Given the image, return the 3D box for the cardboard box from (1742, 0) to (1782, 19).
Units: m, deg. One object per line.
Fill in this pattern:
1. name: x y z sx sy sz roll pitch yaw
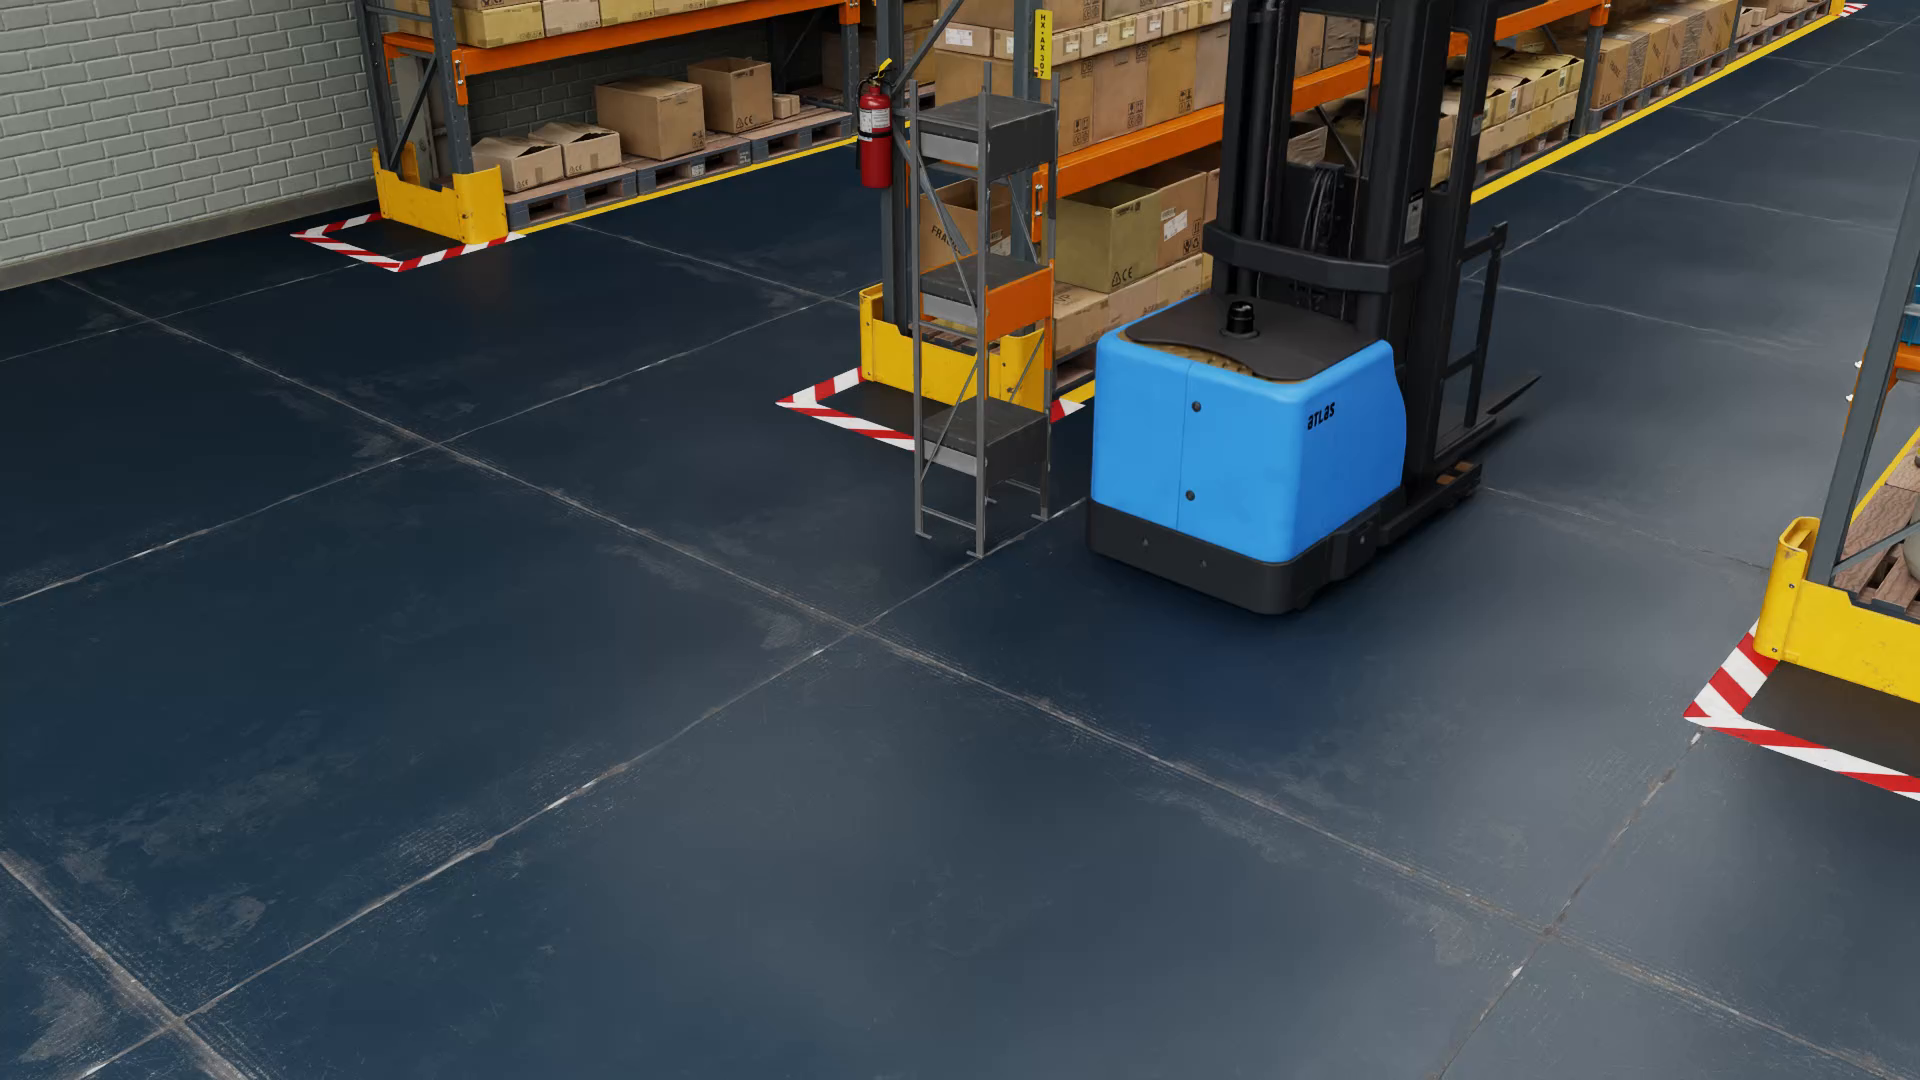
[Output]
1. cardboard box: 8.807 -6.183 18.675 0.797 0.503 0.637 21 34 34

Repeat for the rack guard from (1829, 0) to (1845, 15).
1. rack guard: 10.112 -6.710 20.176 1.175 0.500 0.348 21 34 34

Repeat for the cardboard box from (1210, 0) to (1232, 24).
1. cardboard box: 1.377 -3.127 9.716 0.380 0.149 0.250 21 34 35

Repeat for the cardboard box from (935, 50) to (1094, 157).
1. cardboard box: 0.290 -2.380 8.977 0.700 0.500 0.500 21 34 34

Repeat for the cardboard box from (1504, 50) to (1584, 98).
1. cardboard box: 4.929 -3.967 14.079 0.500 0.311 0.500 22 34 36

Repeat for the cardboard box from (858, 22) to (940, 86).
1. cardboard box: -0.552 -4.587 15.595 0.700 0.500 0.500 20 33 33

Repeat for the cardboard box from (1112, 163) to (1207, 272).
1. cardboard box: 1.121 -1.956 9.986 0.500 0.500 0.500 21 34 34

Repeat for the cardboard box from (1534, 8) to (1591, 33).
1. cardboard box: 5.518 -4.850 15.286 0.500 0.250 0.500 22 35 36

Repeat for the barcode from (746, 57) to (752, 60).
1. barcode: -1.826 -4.145 14.390 0.001 0.075 0.075 21 34 34

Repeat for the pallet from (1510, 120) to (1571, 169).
1. pallet: 4.518 -3.491 14.269 1.003 0.211 1.213 21 34 34

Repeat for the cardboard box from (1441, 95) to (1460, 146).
1. cardboard box: 3.633 -3.240 12.674 0.500 0.311 0.500 19 33 33

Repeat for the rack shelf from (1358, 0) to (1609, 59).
1. rack shelf: 3.800 -3.982 12.965 1.077 0.370 4.000 21 34 34

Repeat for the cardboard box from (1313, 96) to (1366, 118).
1. cardboard box: 2.890 -3.220 12.635 0.500 0.311 0.500 22 34 36

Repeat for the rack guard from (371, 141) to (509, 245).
1. rack guard: -3.793 -2.537 12.110 1.175 0.500 0.348 21 34 34

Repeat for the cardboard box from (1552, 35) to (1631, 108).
1. cardboard box: 5.582 -4.173 14.794 0.500 0.500 0.500 22 35 36

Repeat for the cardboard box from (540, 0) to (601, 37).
1. cardboard box: -2.967 -3.831 12.033 0.500 0.250 0.500 20 33 33

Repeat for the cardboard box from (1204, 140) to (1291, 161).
1. cardboard box: 1.759 -2.310 10.670 0.500 0.500 0.500 21 34 34

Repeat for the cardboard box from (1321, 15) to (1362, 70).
1. cardboard box: 2.250 -3.477 11.099 0.700 0.500 0.500 20 33 33

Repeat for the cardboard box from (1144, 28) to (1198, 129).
1. cardboard box: 0.941 -2.742 9.677 0.700 0.500 0.500 21 34 35

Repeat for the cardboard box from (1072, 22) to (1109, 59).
1. cardboard box: 0.565 -2.677 8.845 0.380 0.149 0.250 20 33 33

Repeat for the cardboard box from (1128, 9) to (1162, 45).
1. cardboard box: 0.887 -2.854 9.187 0.380 0.149 0.250 20 34 34

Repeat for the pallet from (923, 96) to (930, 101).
1. pallet: -0.027 -4.511 16.240 1.003 0.211 1.213 21 34 34

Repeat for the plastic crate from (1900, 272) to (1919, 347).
1. plastic crate: 3.891 -0.924 6.433 0.499 0.251 0.616 21 34 34

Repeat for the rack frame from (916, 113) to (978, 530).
1. rack frame: -0.049 -0.904 7.213 0.380 1.831 0.006 21 34 34

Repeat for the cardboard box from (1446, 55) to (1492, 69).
1. cardboard box: 4.184 -3.936 14.019 0.500 0.311 0.500 20 33 33

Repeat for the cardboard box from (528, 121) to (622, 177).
1. cardboard box: -2.969 -3.043 12.815 0.500 0.311 0.500 24 36 38

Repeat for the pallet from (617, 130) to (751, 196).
1. pallet: -2.473 -3.117 13.546 1.003 0.211 1.213 21 34 34

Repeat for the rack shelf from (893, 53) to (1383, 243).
1. rack shelf: 1.255 -2.564 10.224 1.077 0.370 4.000 21 34 34

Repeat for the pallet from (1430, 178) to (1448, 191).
1. pallet: 2.966 -2.626 12.597 1.003 0.211 1.213 21 34 34

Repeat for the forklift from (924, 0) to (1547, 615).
1. forklift: 1.580 -1.639 7.728 1.782 2.935 3.295 22 34 35

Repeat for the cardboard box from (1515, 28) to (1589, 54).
1. cardboard box: 5.486 -4.496 15.417 0.500 0.500 0.500 22 35 36

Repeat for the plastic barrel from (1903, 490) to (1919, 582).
1. plastic barrel: 4.163 -0.062 6.856 0.421 0.512 0.421 0 27 0

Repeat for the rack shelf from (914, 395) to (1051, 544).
1. rack shelf: 0.105 -0.357 7.709 0.431 0.518 0.480 21 34 34

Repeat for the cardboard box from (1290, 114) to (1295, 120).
1. cardboard box: 1.991 -2.818 11.651 0.500 0.500 0.500 21 34 34

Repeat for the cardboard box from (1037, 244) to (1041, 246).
1. cardboard box: 0.722 -1.774 10.451 0.500 0.250 0.500 21 34 34

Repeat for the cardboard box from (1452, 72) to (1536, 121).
1. cardboard box: 4.280 -3.603 13.375 0.500 0.311 0.500 20 34 34

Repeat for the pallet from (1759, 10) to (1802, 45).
1. pallet: 8.829 -5.868 18.863 1.003 0.211 1.213 21 34 34

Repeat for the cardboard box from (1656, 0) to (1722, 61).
1. cardboard box: 7.202 -5.082 16.551 0.500 0.500 0.500 21 34 35

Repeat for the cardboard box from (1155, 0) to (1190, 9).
1. cardboard box: 0.974 -3.342 9.425 0.700 0.500 0.500 21 34 35

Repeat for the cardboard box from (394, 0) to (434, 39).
1. cardboard box: -3.694 -3.785 11.944 0.500 0.250 0.500 21 34 35

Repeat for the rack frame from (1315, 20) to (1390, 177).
1. rack frame: 2.528 -3.592 11.429 1.000 3.000 0.127 21 34 34

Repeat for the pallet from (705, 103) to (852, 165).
1. pallet: -1.697 -3.552 14.386 1.003 0.211 1.213 21 34 34

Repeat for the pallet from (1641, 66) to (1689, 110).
1. pallet: 6.352 -4.456 16.134 1.003 0.211 1.213 21 34 34

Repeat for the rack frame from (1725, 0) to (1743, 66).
1. rack frame: 7.616 -6.429 16.912 1.000 3.000 0.127 21 34 34

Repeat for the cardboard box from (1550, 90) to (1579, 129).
1. cardboard box: 4.925 -3.718 14.208 0.500 0.250 0.500 22 34 36

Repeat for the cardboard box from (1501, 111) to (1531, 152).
1. cardboard box: 4.278 -3.357 13.509 0.500 0.250 0.500 22 34 36

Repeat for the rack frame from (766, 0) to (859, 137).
1. rack frame: -1.297 -5.039 14.225 1.000 3.000 0.127 21 34 34

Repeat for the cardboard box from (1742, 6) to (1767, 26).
1. cardboard box: 8.593 -5.761 18.226 0.380 0.166 0.250 21 34 34

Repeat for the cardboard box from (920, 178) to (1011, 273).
1. cardboard box: 0.095 -1.749 9.586 0.500 0.500 0.500 21 34 34

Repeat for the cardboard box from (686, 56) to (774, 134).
1. cardboard box: -1.927 -3.744 13.965 0.500 0.500 0.500 18 32 31

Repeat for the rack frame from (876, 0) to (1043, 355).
1. rack frame: -0.017 -2.174 8.688 1.000 3.000 0.127 21 34 34

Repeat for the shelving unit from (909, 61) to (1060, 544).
1. shelving unit: 0.107 -0.992 7.383 0.431 2.100 0.499 21 34 34

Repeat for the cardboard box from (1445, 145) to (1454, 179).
1. cardboard box: 3.629 -2.993 12.807 0.500 0.250 0.500 20 33 33

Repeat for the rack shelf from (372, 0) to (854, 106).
1. rack shelf: -2.569 -4.010 13.020 1.077 0.370 4.000 21 34 34

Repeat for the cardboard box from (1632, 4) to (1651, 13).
1. cardboard box: 6.466 -5.046 16.481 0.500 0.500 0.500 21 34 35

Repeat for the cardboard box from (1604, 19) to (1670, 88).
1. cardboard box: 6.233 -4.537 15.497 0.500 0.500 0.500 20 34 34

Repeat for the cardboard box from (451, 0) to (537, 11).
1. cardboard box: -3.306 -3.977 11.499 0.500 0.500 0.500 21 34 34

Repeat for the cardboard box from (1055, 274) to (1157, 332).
1. cardboard box: 0.811 -1.443 9.810 0.500 0.250 0.500 21 34 34

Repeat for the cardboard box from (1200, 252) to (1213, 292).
1. cardboard box: 1.451 -1.796 10.492 0.500 0.250 0.500 21 34 34

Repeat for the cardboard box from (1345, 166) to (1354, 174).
1. cardboard box: 2.975 -2.628 12.101 0.500 0.250 0.500 20 33 33
